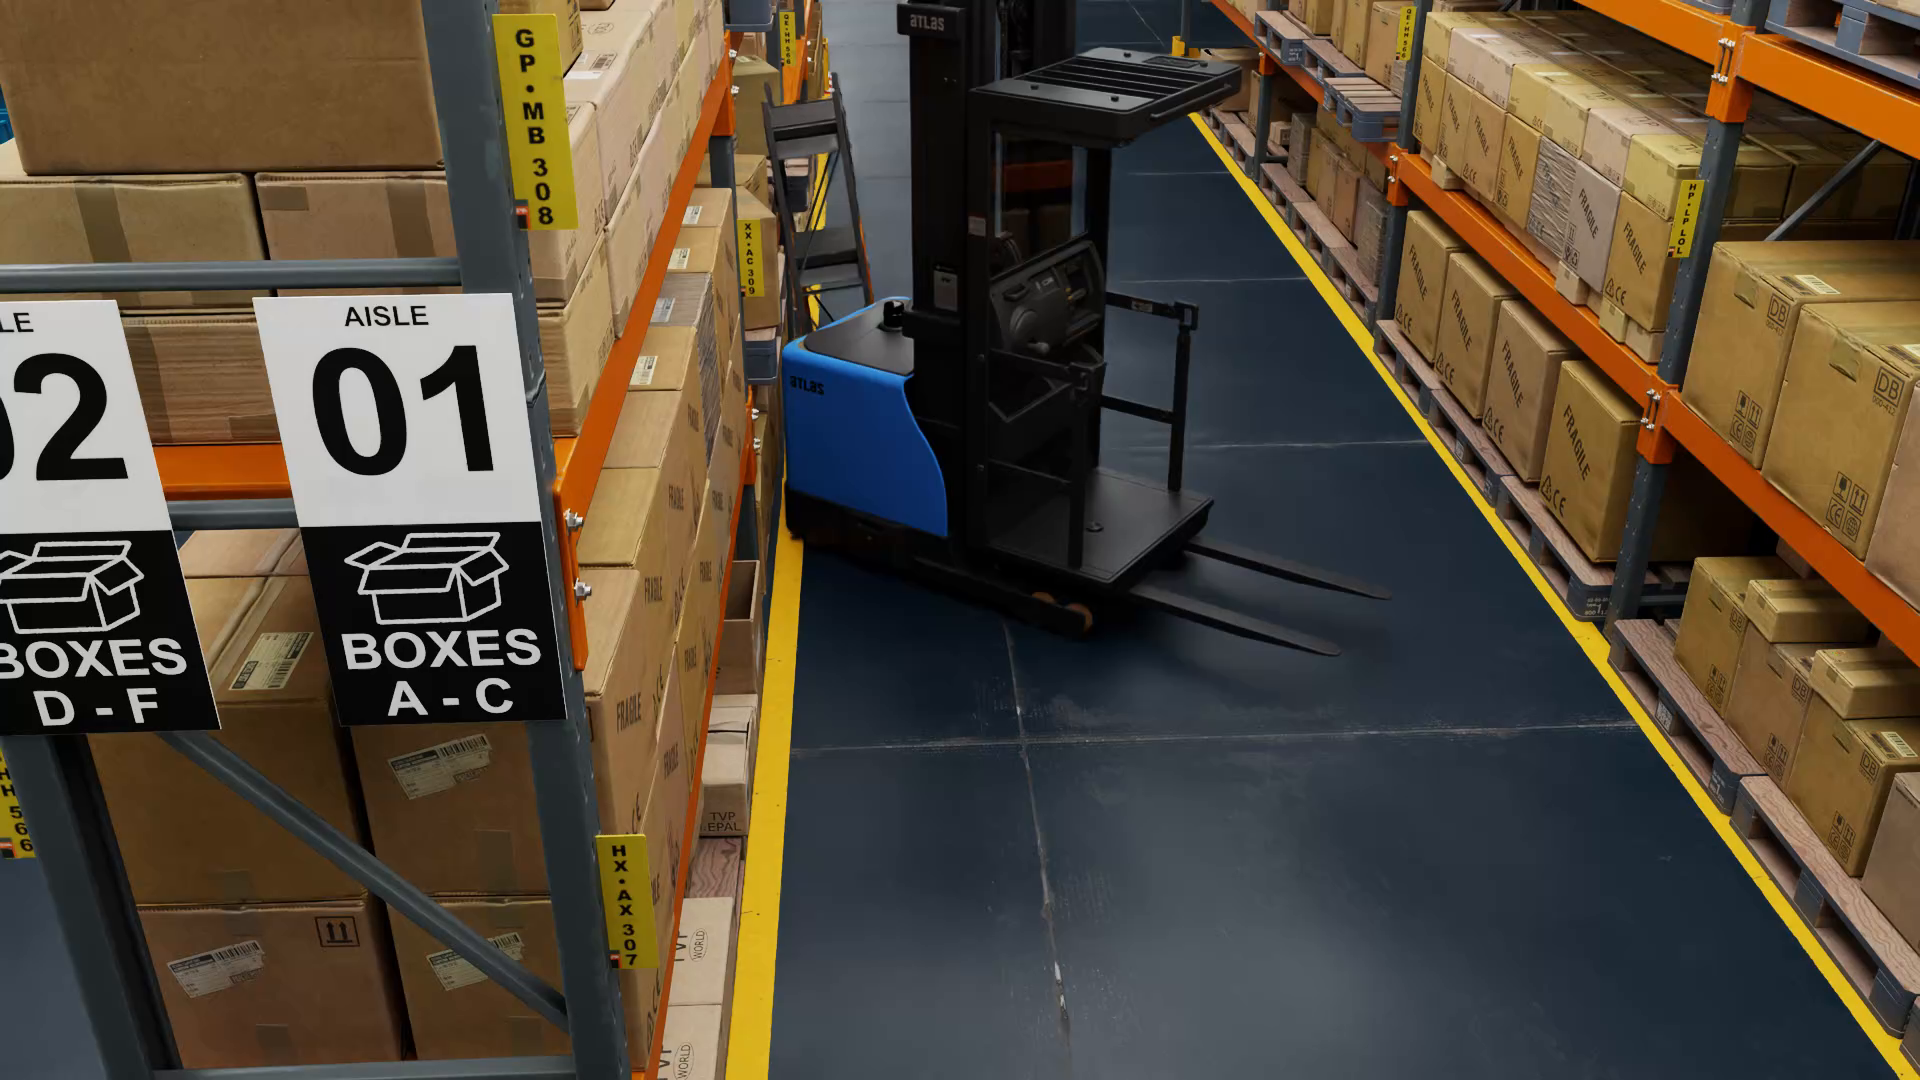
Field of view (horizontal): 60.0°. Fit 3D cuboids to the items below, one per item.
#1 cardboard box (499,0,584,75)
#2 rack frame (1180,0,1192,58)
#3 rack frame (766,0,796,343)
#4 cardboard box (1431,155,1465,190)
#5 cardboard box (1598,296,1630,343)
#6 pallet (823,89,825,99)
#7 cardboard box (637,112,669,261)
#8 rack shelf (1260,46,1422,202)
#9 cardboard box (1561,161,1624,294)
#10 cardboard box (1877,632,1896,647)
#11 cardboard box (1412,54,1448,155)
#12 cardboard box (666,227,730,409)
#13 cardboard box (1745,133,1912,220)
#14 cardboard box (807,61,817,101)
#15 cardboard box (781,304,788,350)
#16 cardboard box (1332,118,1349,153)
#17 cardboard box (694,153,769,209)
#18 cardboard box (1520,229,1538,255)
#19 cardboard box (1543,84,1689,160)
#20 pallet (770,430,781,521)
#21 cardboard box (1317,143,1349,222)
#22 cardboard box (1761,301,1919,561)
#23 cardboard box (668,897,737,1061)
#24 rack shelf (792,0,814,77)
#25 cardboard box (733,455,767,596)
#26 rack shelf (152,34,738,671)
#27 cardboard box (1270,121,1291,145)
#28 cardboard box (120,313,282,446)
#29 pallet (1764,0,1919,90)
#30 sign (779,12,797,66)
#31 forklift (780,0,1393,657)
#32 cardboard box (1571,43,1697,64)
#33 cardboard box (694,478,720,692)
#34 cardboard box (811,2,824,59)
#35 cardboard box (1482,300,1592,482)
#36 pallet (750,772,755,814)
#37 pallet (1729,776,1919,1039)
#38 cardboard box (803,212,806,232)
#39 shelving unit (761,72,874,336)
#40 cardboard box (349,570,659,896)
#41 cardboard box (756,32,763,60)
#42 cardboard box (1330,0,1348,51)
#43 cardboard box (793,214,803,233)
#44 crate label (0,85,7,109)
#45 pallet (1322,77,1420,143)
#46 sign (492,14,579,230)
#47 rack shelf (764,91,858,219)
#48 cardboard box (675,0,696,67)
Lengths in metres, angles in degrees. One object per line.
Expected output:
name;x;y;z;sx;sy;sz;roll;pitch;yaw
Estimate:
cardboard box;-1.173;-1.187;3.349;0.700;0.500;0.500;-1;28;-3
rack frame;2.923;-6.410;17.796;1.000;3.000;0.127;-1;28;-3
rack frame;-1.606;-2.594;10.479;1.000;3.000;0.127;-1;28;-3
cardboard box;3.061;-2.214;10.001;0.380;0.149;0.250;-1;28;-1
cardboard box;3.213;-1.031;7.732;0.380;0.149;0.250;-1;28;-2
pallet;-1.942;-4.700;17.533;1.003;0.211;1.213;-1;28;-3
cardboard box;-1.002;-0.868;4.090;0.500;0.250;0.500;-1;28;-3
rack shelf;3.237;-3.320;12.649;1.077;0.370;4.000;-1;28;-3
cardboard box;3.238;-1.495;7.922;0.500;0.500;0.500;-1;28;-2
cardboard box;3.721;0.408;6.272;0.380;0.149;0.250;-2;28;-4
cardboard box;3.111;-2.670;10.174;0.500;0.500;0.500;-1;28;-1
cardboard box;-1.082;-0.770;5.794;0.500;0.500;0.500;-2;28;-4
cardboard box;3.786;-1.604;7.320;0.500;0.250;0.500;-1;28;-1
cardboard box;-1.526;-3.962;14.812;0.500;0.500;0.500;-1;28;-3
cardboard box;-1.322;-1.254;10.139;0.500;0.500;0.500;0;28;-1
cardboard box;3.245;-3.199;13.056;0.500;0.250;0.500;-2;28;-4
cardboard box;-1.297;-1.517;7.853;0.700;0.500;0.500;3;28;5
cardboard box;3.225;-1.625;8.873;0.380;0.149;0.250;-1;28;-1
cardboard box;3.226;-2.067;8.207;0.500;0.250;0.500;-1;28;-2
pallet;-1.544;-0.450;9.384;1.003;0.211;1.213;-1;28;-3
cardboard box;3.251;-2.836;13.170;0.700;0.500;0.500;-1;28;-2
cardboard box;3.595;-0.413;5.973;0.980;0.700;0.700;-2;28;-4
cardboard box;-0.985;1.405;5.310;0.500;0.250;0.500;-1;28;-3
rack shelf;-1.919;-5.046;15.959;1.077;0.370;4.000;-1;28;-3
cardboard box;-1.179;-0.063;7.854;0.500;0.500;0.500;-3;28;-5
rack shelf;-1.292;-0.834;4.640;1.077;0.370;4.000;-1;28;-3
cardboard box;3.074;-3.748;15.280;0.380;0.166;0.250;-5;28;-9
cardboard box;-1.478;-0.394;3.180;0.500;0.250;0.500;-1;28;-3
pallet;3.582;-1.780;5.772;1.003;0.211;1.213;-1;28;-3
sign;-1.064;-3.090;10.264;0.100;0.325;0.005;-1;28;-3
forklift;0.592;-1.114;7.716;3.031;2.935;1.130;17;32;30
cardboard box;3.671;-2.553;9.140;0.500;0.250;0.500;-2;28;-4
cardboard box;-1.028;0.144;5.122;0.500;0.500;0.500;-1;28;-2
cardboard box;-1.698;-5.347;17.467;0.500;0.500;0.500;-1;28;-3
cardboard box;3.337;-0.808;8.927;0.750;0.750;0.750;-1;28;-1
pallet;-1.362;0.807;6.974;1.003;0.211;1.213;-1;28;-3
pallet;3.578;1.286;6.055;1.003;0.211;1.213;-1;28;-3
cardboard box;-1.400;-2.282;12.401;0.500;0.250;0.500;-2;28;-4
shelving unit;-0.712;-1.461;9.229;0.431;2.100;0.503;-8;27;-1
cardboard box;-0.948;0.402;3.547;0.500;0.500;0.500;-1;28;-1
cardboard box;-1.737;-3.656;12.407;0.500;0.500;0.500;-1;28;-3
cardboard box;3.212;-4.004;12.600;0.700;0.500;0.500;2;28;4
cardboard box;-1.340;-2.058;11.366;0.500;0.311;0.500;0;28;-1
crate label;-6.334;-2.957;11.138;0.502;0.435;0.616;-1;28;-3
pallet;3.197;-2.957;11.383;1.213;0.211;1.003;-1;28;-3
sign;-0.646;-0.630;2.525;0.100;0.325;0.005;-1;28;-3
rack shelf;-0.797;-2.066;8.916;0.431;0.518;0.480;-8;27;-1
cardboard box;-1.054;-1.552;4.859;0.500;0.250;0.500;-1;28;-3
